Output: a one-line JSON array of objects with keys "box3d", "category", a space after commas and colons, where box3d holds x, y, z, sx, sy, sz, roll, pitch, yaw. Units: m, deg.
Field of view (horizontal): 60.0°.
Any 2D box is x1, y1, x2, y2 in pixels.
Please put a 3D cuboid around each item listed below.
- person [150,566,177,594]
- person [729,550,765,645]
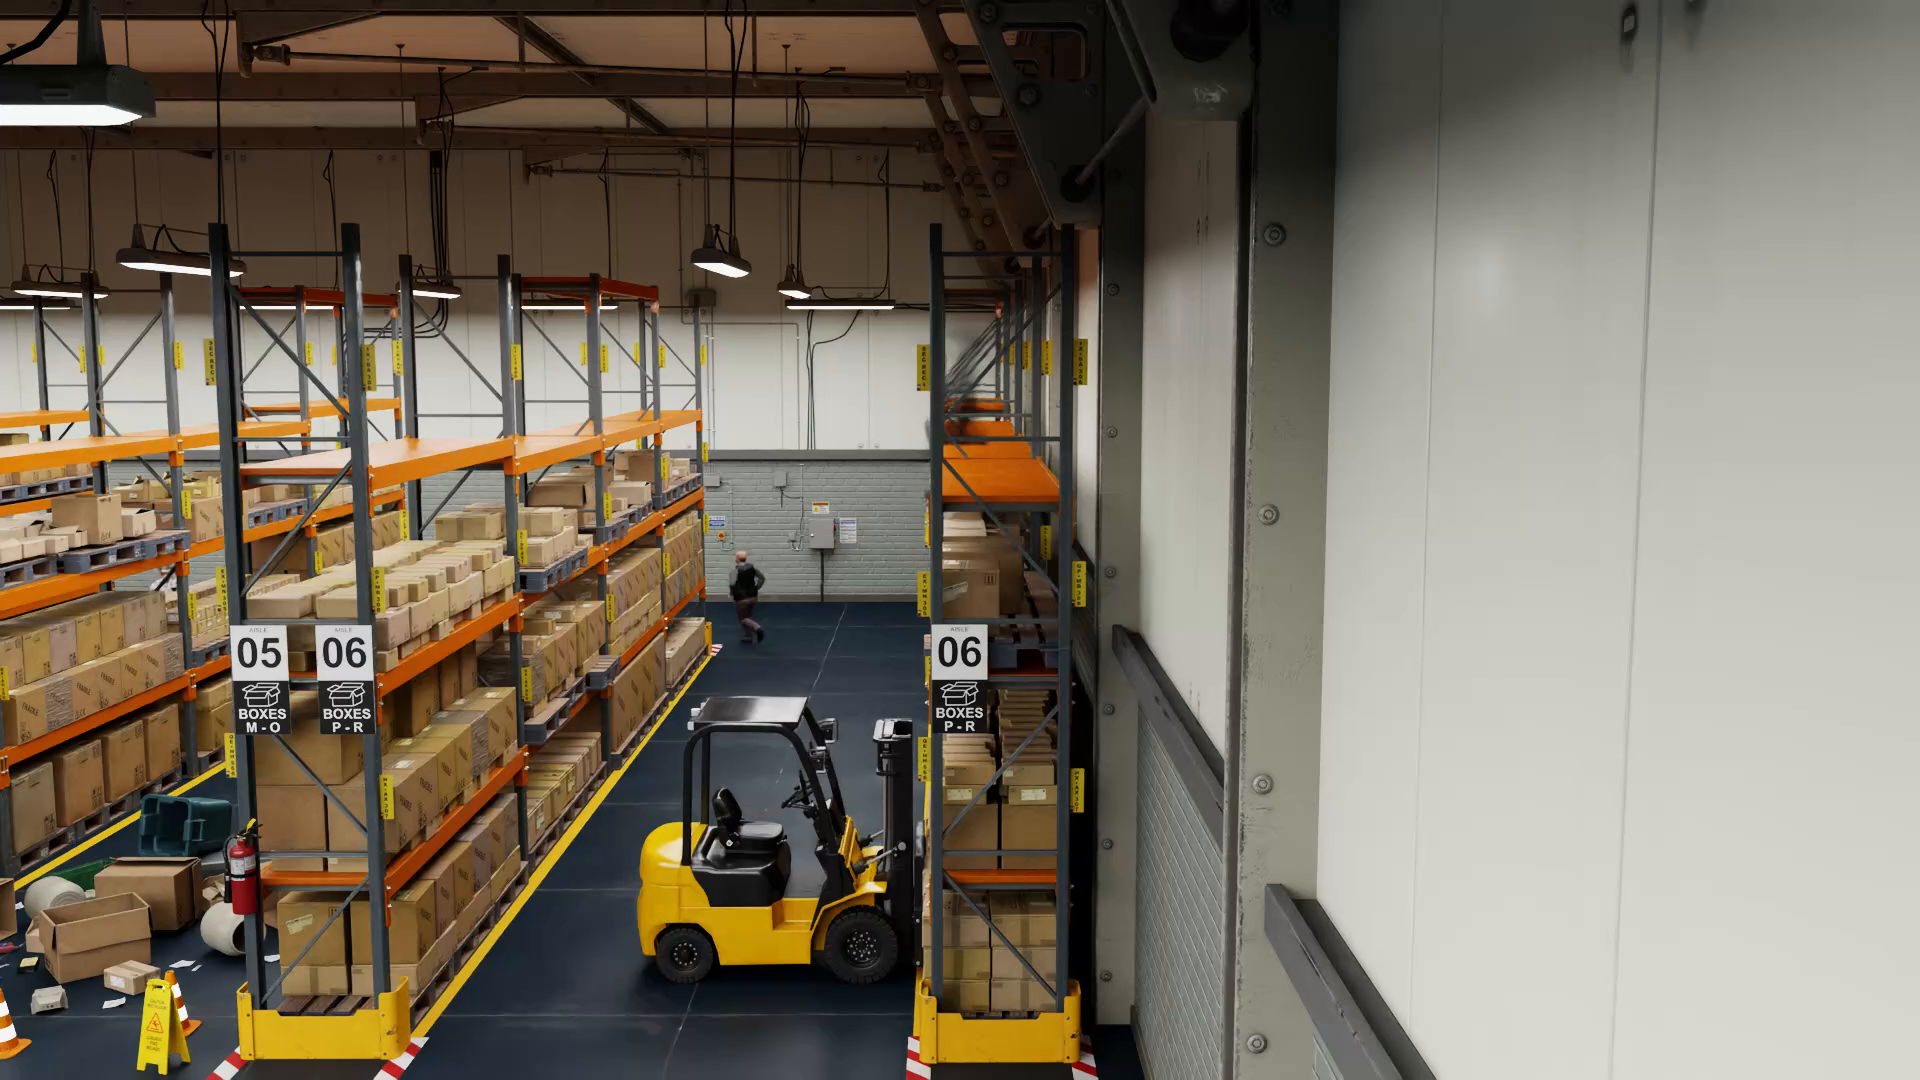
[{"box3d": [-12.935, 1.199, 27.215, 0.598, 1.640, 0.699, -1, 7, -11], "category": "person"}, {"box3d": [-3.657, 1.009, 28.552, 0.639, 1.680, 0.787, -6, 9, -42], "category": "person"}]
